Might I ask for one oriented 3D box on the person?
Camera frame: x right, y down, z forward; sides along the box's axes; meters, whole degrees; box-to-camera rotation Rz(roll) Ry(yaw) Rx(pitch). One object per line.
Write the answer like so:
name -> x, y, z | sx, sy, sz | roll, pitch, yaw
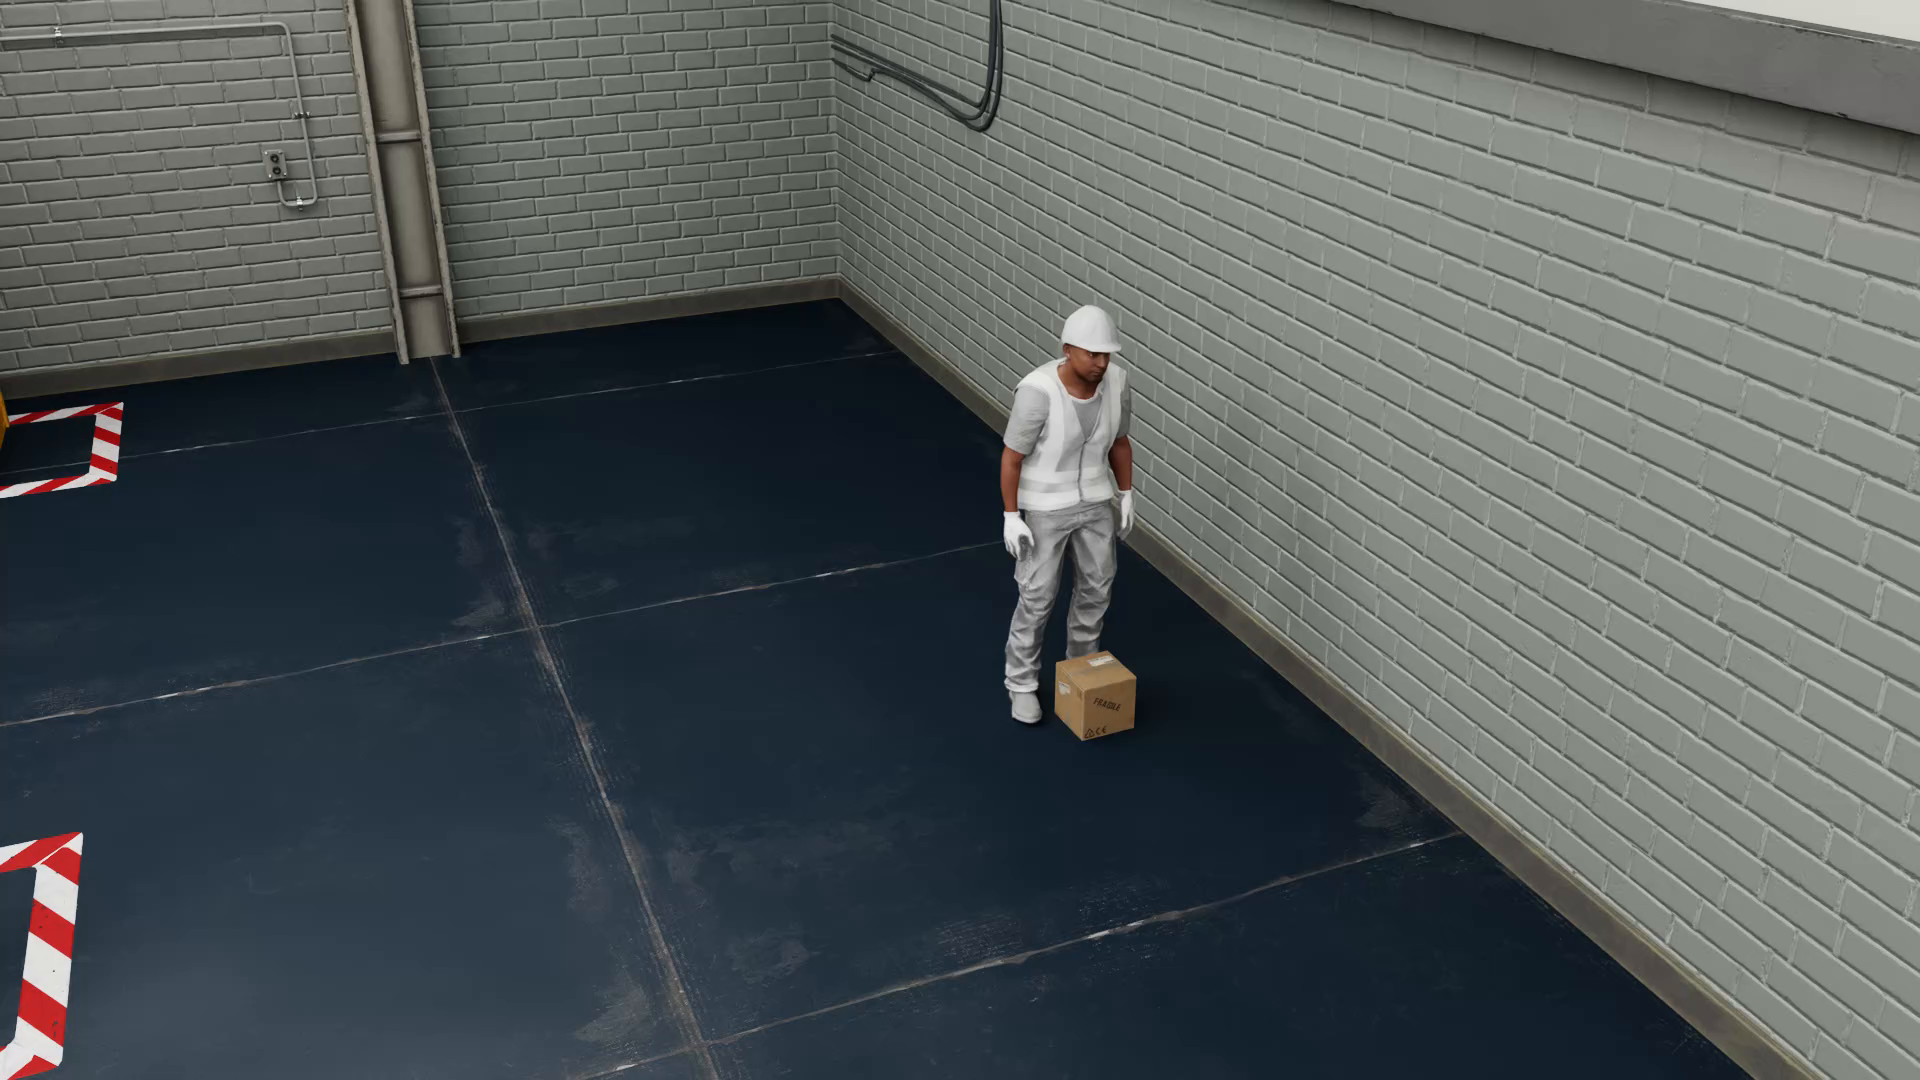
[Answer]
person -> 0.451, -0.120, 6.850 | 0.619, 1.772, 0.450 | -12, 28, -23
